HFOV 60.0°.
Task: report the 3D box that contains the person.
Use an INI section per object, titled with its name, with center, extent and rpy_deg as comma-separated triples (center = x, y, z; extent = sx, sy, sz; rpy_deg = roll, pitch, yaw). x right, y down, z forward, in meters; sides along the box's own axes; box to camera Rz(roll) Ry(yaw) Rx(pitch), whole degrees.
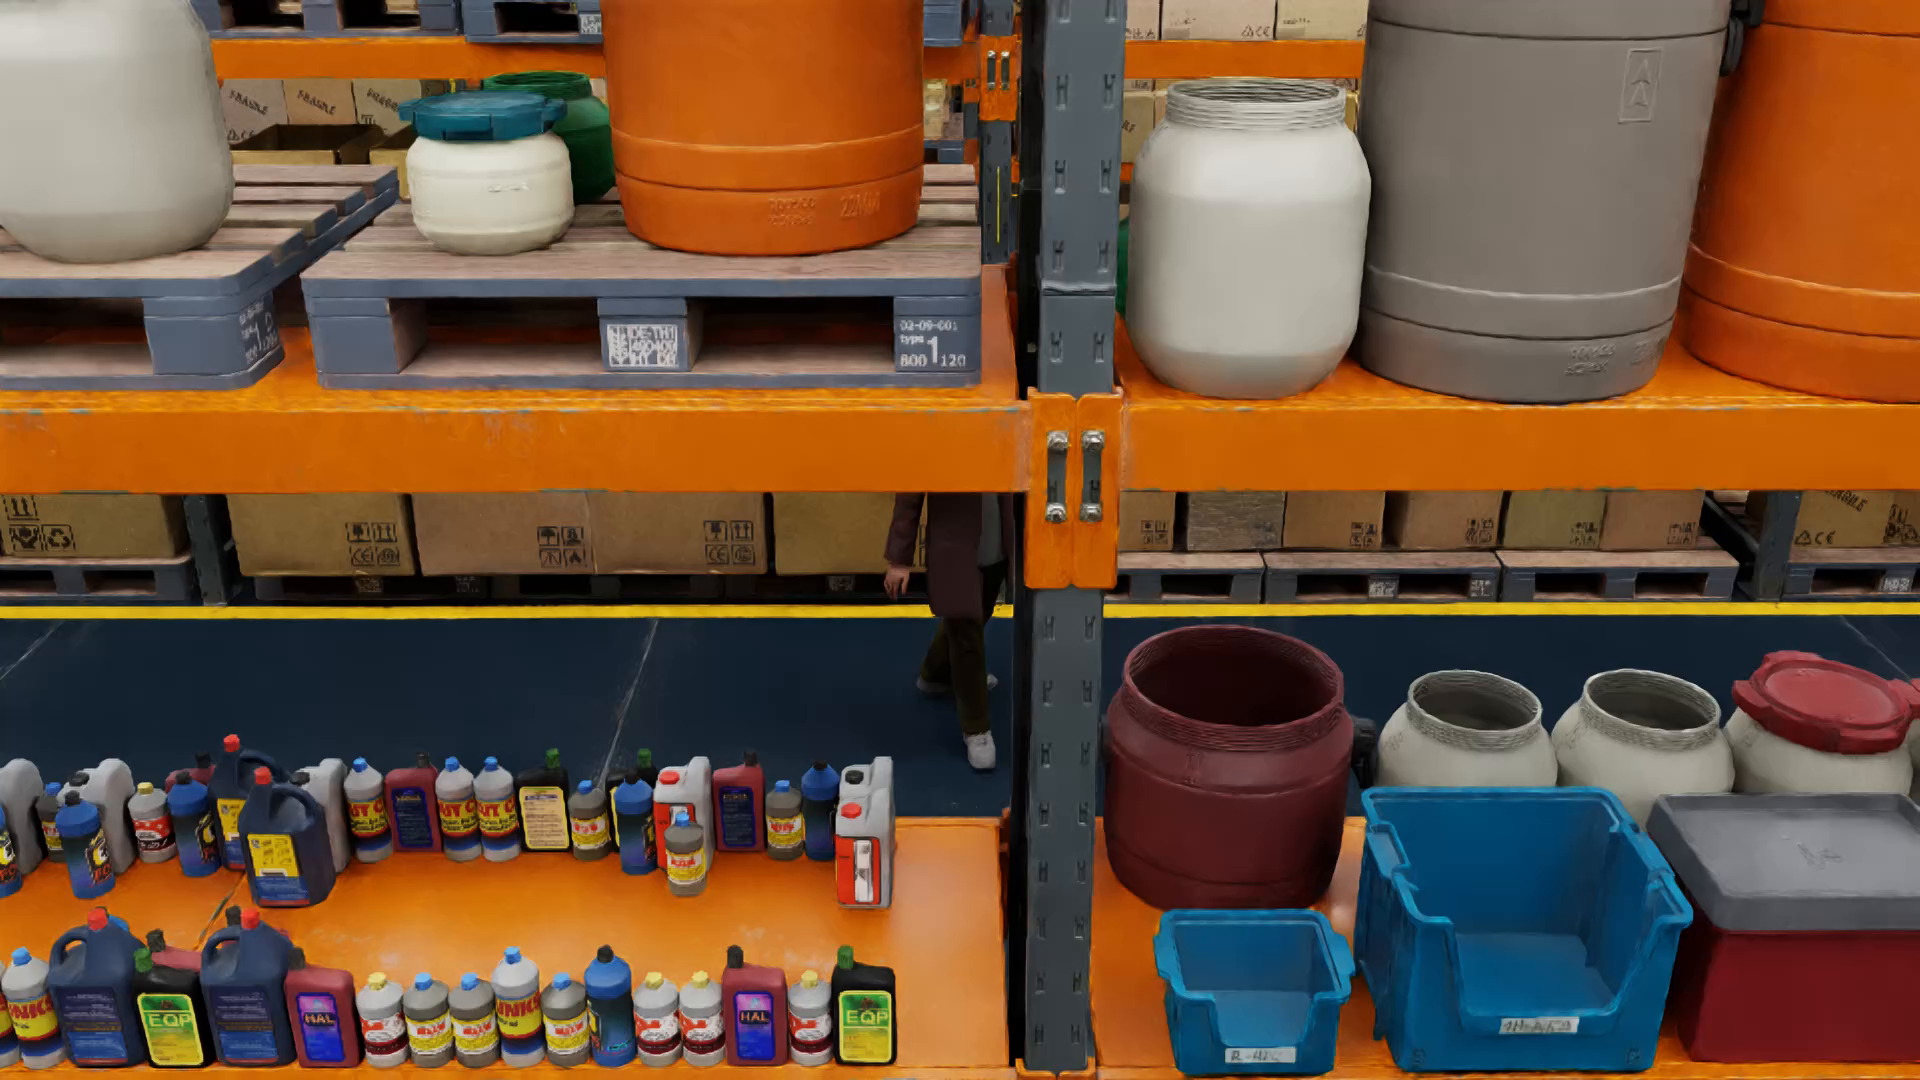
[person]
center = 0.005, 0.036, 7.042
extent = 0.689, 1.771, 0.729
rpy_deg = -18, 30, -35
